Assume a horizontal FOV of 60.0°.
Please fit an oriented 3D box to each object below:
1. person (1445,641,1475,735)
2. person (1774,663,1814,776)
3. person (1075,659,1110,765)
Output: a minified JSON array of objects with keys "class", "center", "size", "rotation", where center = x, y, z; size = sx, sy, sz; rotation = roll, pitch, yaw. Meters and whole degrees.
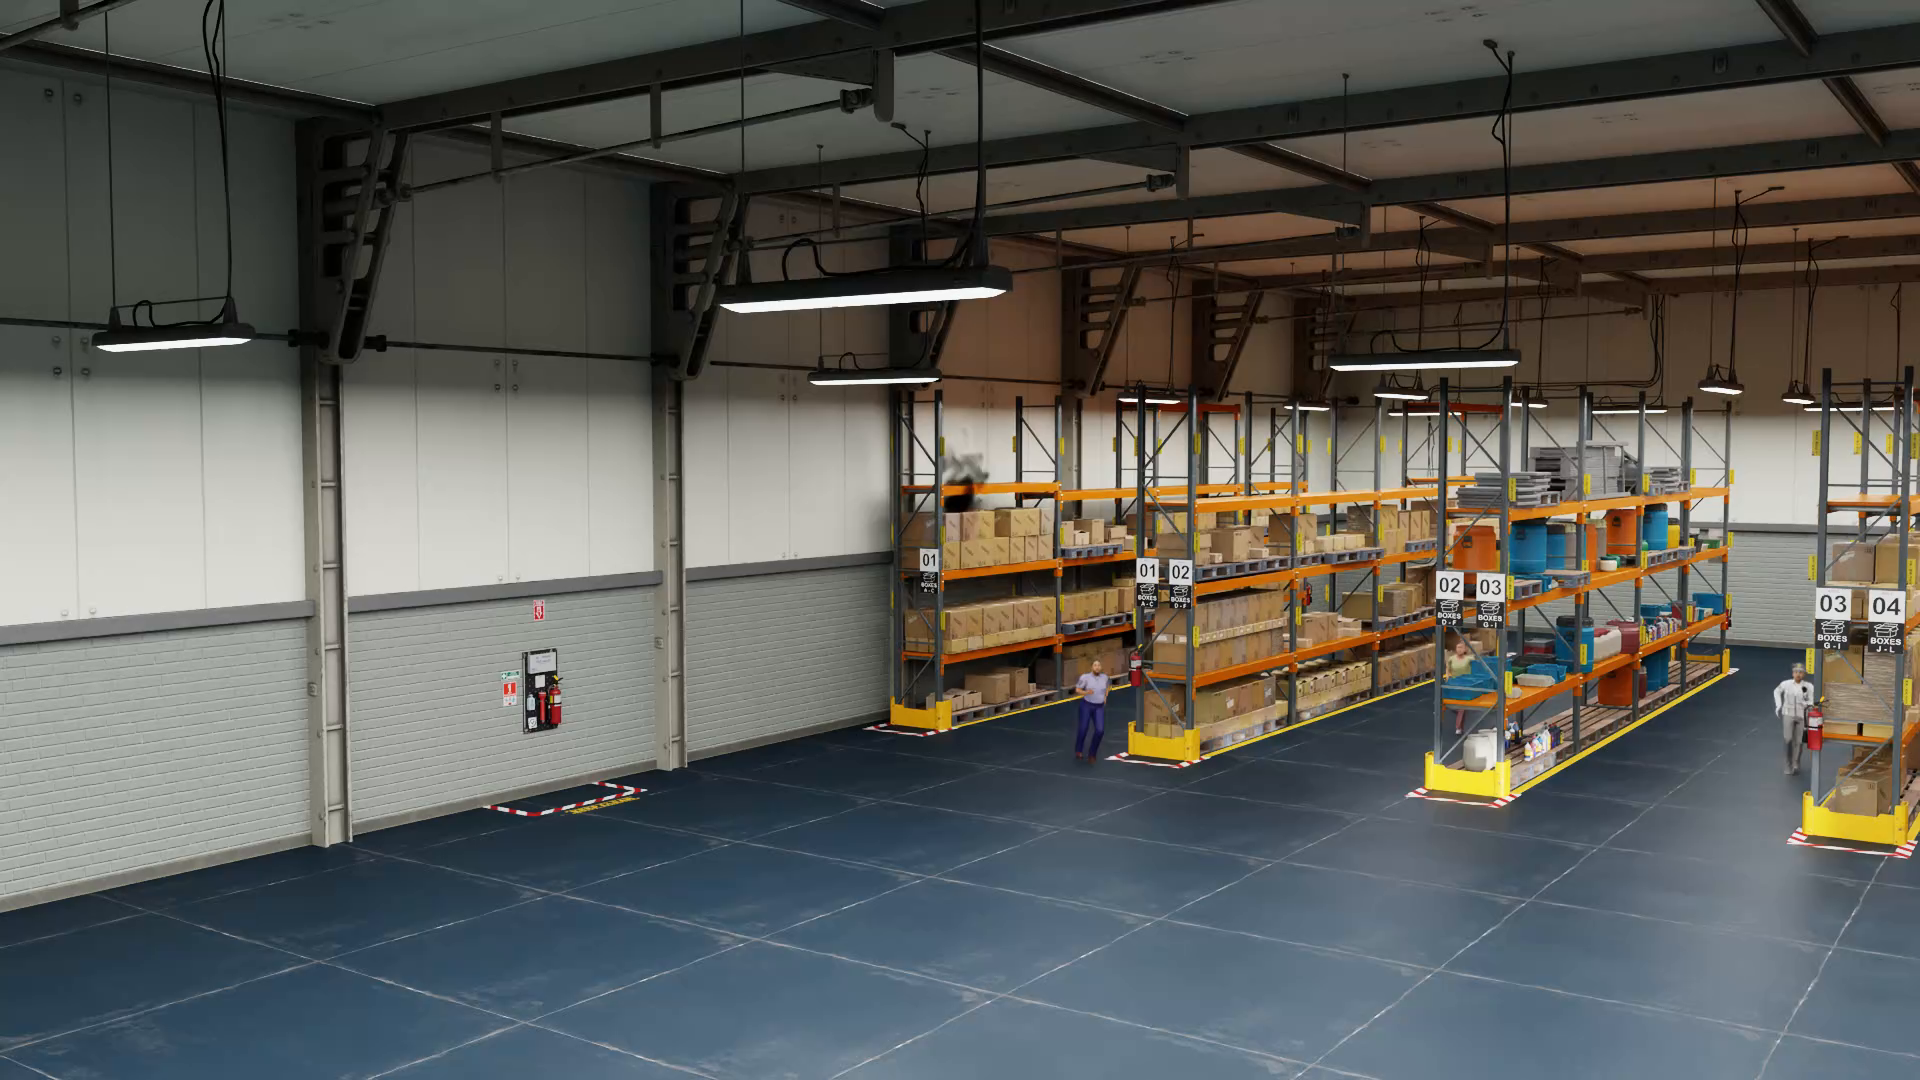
[{"class":"person","center":[8.775,2.562,29.080],"size":[0.569,1.621,0.622],"rotation":[2,4,27]},{"class":"person","center":[12.745,2.730,25.363],"size":[0.591,1.732,0.671],"rotation":[1,4,24]},{"class":"person","center":[2.112,2.722,26.321],"size":[0.603,1.702,0.716],"rotation":[0,3,-7]}]
